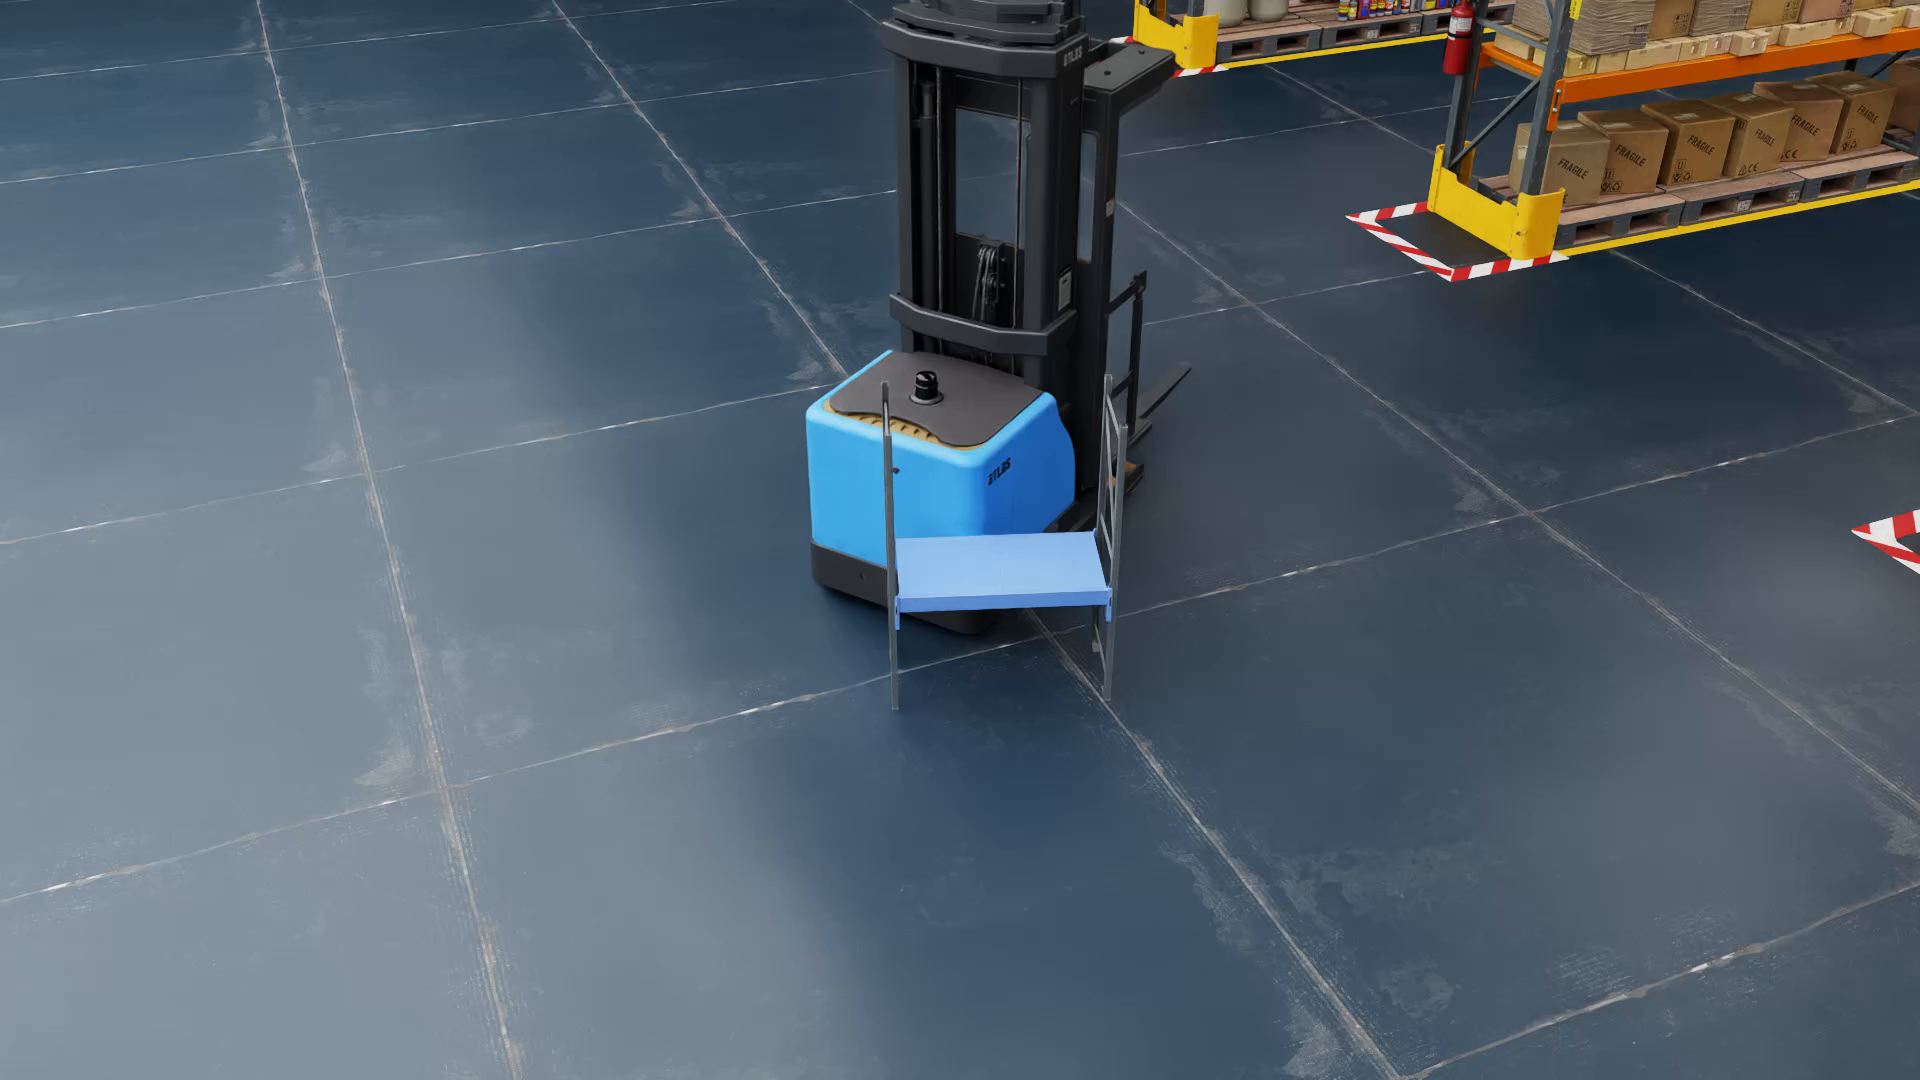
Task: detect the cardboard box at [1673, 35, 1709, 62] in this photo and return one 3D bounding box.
[{"bbox_3d":[5.292,-3.673,12.294,0.250,0.149,0.380,-13,35,-19],"label":"cardboard box"}]

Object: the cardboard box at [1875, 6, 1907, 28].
[{"bbox_3d":[7.122,-4.113,12.969,0.250,0.149,0.380,-13,35,-19],"label":"cardboard box"}]

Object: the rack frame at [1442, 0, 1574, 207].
[{"bbox_3d":[4.007,-3.638,12.008,0.127,3.000,1.000,-13,35,-19],"label":"rack frame"}]

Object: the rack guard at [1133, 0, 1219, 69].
[{"bbox_3d":[2.141,-5.120,16.579,0.348,0.500,1.175,-13,35,-19],"label":"rack guard"}]

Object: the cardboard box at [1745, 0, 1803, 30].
[{"bbox_3d":[5.882,-4.256,12.594,0.500,0.500,0.875,-13,35,-19],"label":"cardboard box"}]

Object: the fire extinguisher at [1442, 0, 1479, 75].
[{"bbox_3d":[3.723,-3.813,12.348,0.183,0.674,0.296,-13,35,-19],"label":"fire extinguisher"}]

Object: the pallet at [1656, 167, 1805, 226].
[{"bbox_3d":[5.962,-2.894,13.422,1.213,0.211,1.003,-13,35,-19],"label":"pallet"}]

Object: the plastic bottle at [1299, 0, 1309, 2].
[{"bbox_3d":[3.613,-5.748,17.414,0.097,0.201,0.097,0,33,0],"label":"plastic bottle"}]

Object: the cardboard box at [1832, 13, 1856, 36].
[{"bbox_3d":[6.653,-4.018,12.823,0.250,0.149,0.380,-13,35,-19],"label":"cardboard box"}]

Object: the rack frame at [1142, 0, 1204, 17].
[{"bbox_3d":[2.089,-6.128,15.836,0.127,3.000,1.000,-13,35,-19],"label":"rack frame"}]

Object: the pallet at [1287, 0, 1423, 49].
[{"bbox_3d":[4.015,-5.423,17.310,1.213,0.211,1.003,-13,35,-19],"label":"pallet"}]

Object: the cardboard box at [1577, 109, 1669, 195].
[{"bbox_3d":[5.127,-3.033,12.986,0.500,0.500,0.500,-4,33,-6],"label":"cardboard box"}]

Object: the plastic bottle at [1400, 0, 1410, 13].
[{"bbox_3d":[4.571,-5.524,17.069,0.097,0.201,0.097,0,33,0],"label":"plastic bottle"}]

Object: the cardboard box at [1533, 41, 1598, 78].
[{"bbox_3d":[4.362,-3.473,11.985,0.250,0.149,0.380,-13,35,-19],"label":"cardboard box"}]

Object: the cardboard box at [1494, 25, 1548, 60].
[{"bbox_3d":[4.189,-3.696,12.329,0.250,0.149,0.380,-13,35,-19],"label":"cardboard box"}]

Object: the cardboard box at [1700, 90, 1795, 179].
[{"bbox_3d":[6.243,-3.251,13.321,0.500,0.500,0.500,-16,36,-23],"label":"cardboard box"}]

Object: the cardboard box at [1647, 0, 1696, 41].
[{"bbox_3d":[4.939,-4.072,12.312,0.500,0.500,0.875,-13,35,-19],"label":"cardboard box"}]

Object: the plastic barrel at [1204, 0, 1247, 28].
[{"bbox_3d":[2.666,-5.439,16.673,0.421,0.512,0.421,0,33,0],"label":"plastic barrel"}]

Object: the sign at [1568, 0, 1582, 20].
[{"bbox_3d":[4.217,-3.728,11.353,0.005,0.325,0.100,-13,35,-19],"label":"sign"}]

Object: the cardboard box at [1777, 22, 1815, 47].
[{"bbox_3d":[6.221,-3.874,12.602,0.250,0.149,0.380,-13,35,-19],"label":"cardboard box"}]

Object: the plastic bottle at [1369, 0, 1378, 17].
[{"bbox_3d":[4.197,-5.468,16.919,0.097,0.271,0.097,0,33,0],"label":"plastic bottle"}]

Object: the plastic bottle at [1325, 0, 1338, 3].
[{"bbox_3d":[3.898,-5.768,17.370,0.133,0.283,0.061,-13,35,-19],"label":"plastic bottle"}]

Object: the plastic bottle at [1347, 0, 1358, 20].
[{"bbox_3d":[3.977,-5.388,16.860,0.097,0.201,0.097,0,33,0],"label":"plastic bottle"}]

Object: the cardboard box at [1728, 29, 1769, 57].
[{"bbox_3d":[5.782,-3.741,12.397,0.250,0.149,0.380,-13,35,-19],"label":"cardboard box"}]

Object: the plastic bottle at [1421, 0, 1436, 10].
[{"bbox_3d":[4.820,-5.657,17.138,0.185,0.351,0.144,-13,35,-19],"label":"plastic bottle"}]

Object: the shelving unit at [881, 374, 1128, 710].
[{"bbox_3d":[0.184,0.028,7.749,1.048,1.500,0.538,-2,33,-3],"label":"shelving unit"}]

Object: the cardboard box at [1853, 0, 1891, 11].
[{"bbox_3d":[6.781,-4.497,12.965,0.500,0.500,0.875,-13,35,-19],"label":"cardboard box"}]

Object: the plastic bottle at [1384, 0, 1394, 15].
[{"bbox_3d":[4.381,-5.480,17.003,0.097,0.201,0.097,0,33,0],"label":"plastic bottle"}]

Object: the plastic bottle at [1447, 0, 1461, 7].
[{"bbox_3d":[5.118,-5.725,17.243,0.185,0.351,0.144,-15,36,-21],"label":"plastic bottle"}]

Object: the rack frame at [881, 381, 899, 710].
[{"bbox_3d":[-0.323,0.047,7.721,0.032,1.500,0.500,-2,33,-3],"label":"rack frame"}]

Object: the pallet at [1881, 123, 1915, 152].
[{"bbox_3d":[8.412,-3.478,14.320,1.213,0.211,1.003,-13,35,-19],"label":"pallet"}]

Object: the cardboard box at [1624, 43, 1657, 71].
[{"bbox_3d":[4.836,-3.561,12.121,0.250,0.149,0.380,-13,35,-19],"label":"cardboard box"}]

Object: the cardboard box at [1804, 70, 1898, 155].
[{"bbox_3d":[7.310,-3.546,13.775,0.500,0.500,0.500,-14,36,-20],"label":"cardboard box"}]

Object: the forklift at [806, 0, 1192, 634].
[{"bbox_3d":[0.403,-1.533,8.837,1.130,2.935,3.031,18,37,25],"label":"forklift"}]
